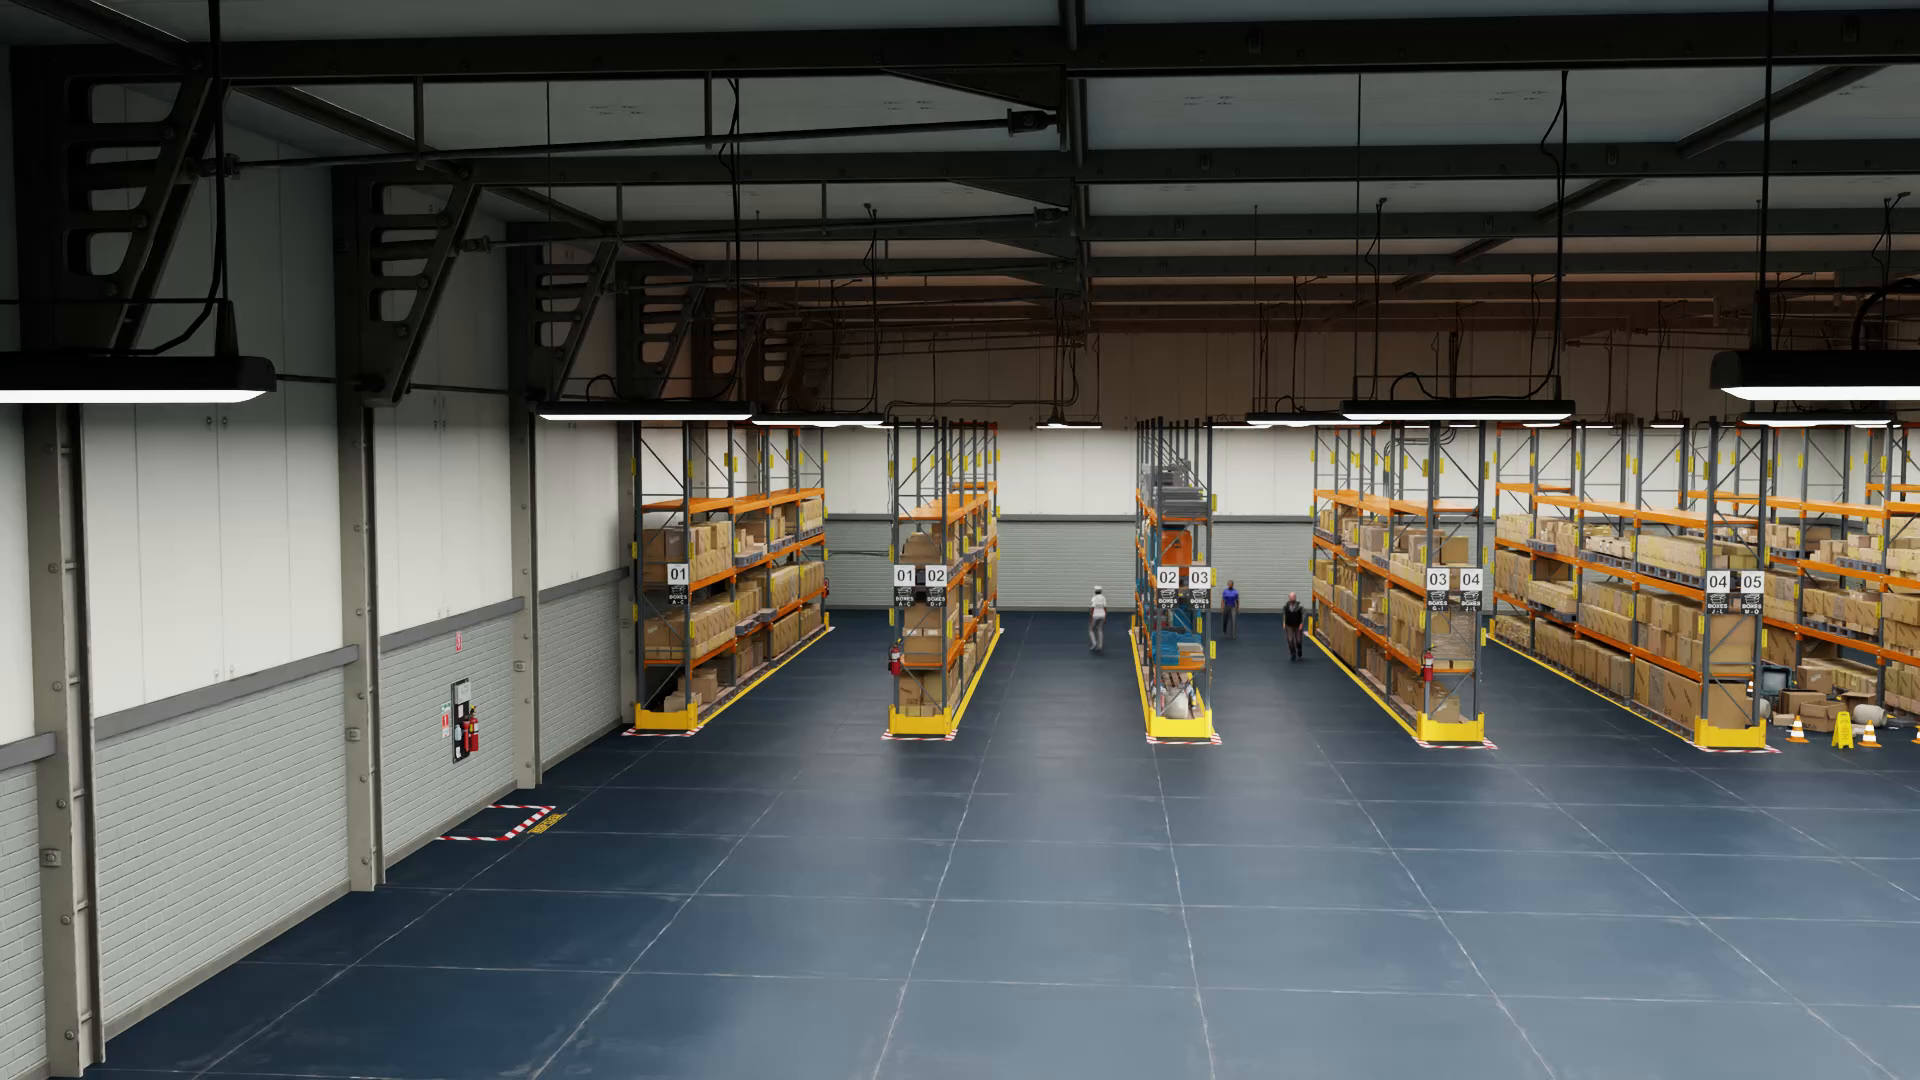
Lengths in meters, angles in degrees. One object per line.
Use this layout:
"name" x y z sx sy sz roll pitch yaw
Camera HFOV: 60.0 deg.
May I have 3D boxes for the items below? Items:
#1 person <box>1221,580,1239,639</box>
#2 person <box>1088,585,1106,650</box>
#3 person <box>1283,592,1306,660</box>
"person" 7.465 1.900 46.008 0.504 1.594 1.045 0 4 4
"person" 3.606 2.056 43.598 0.500 1.715 0.361 -2 4 -25
"person" 8.422 2.153 41.801 0.589 1.699 0.635 1 4 19
